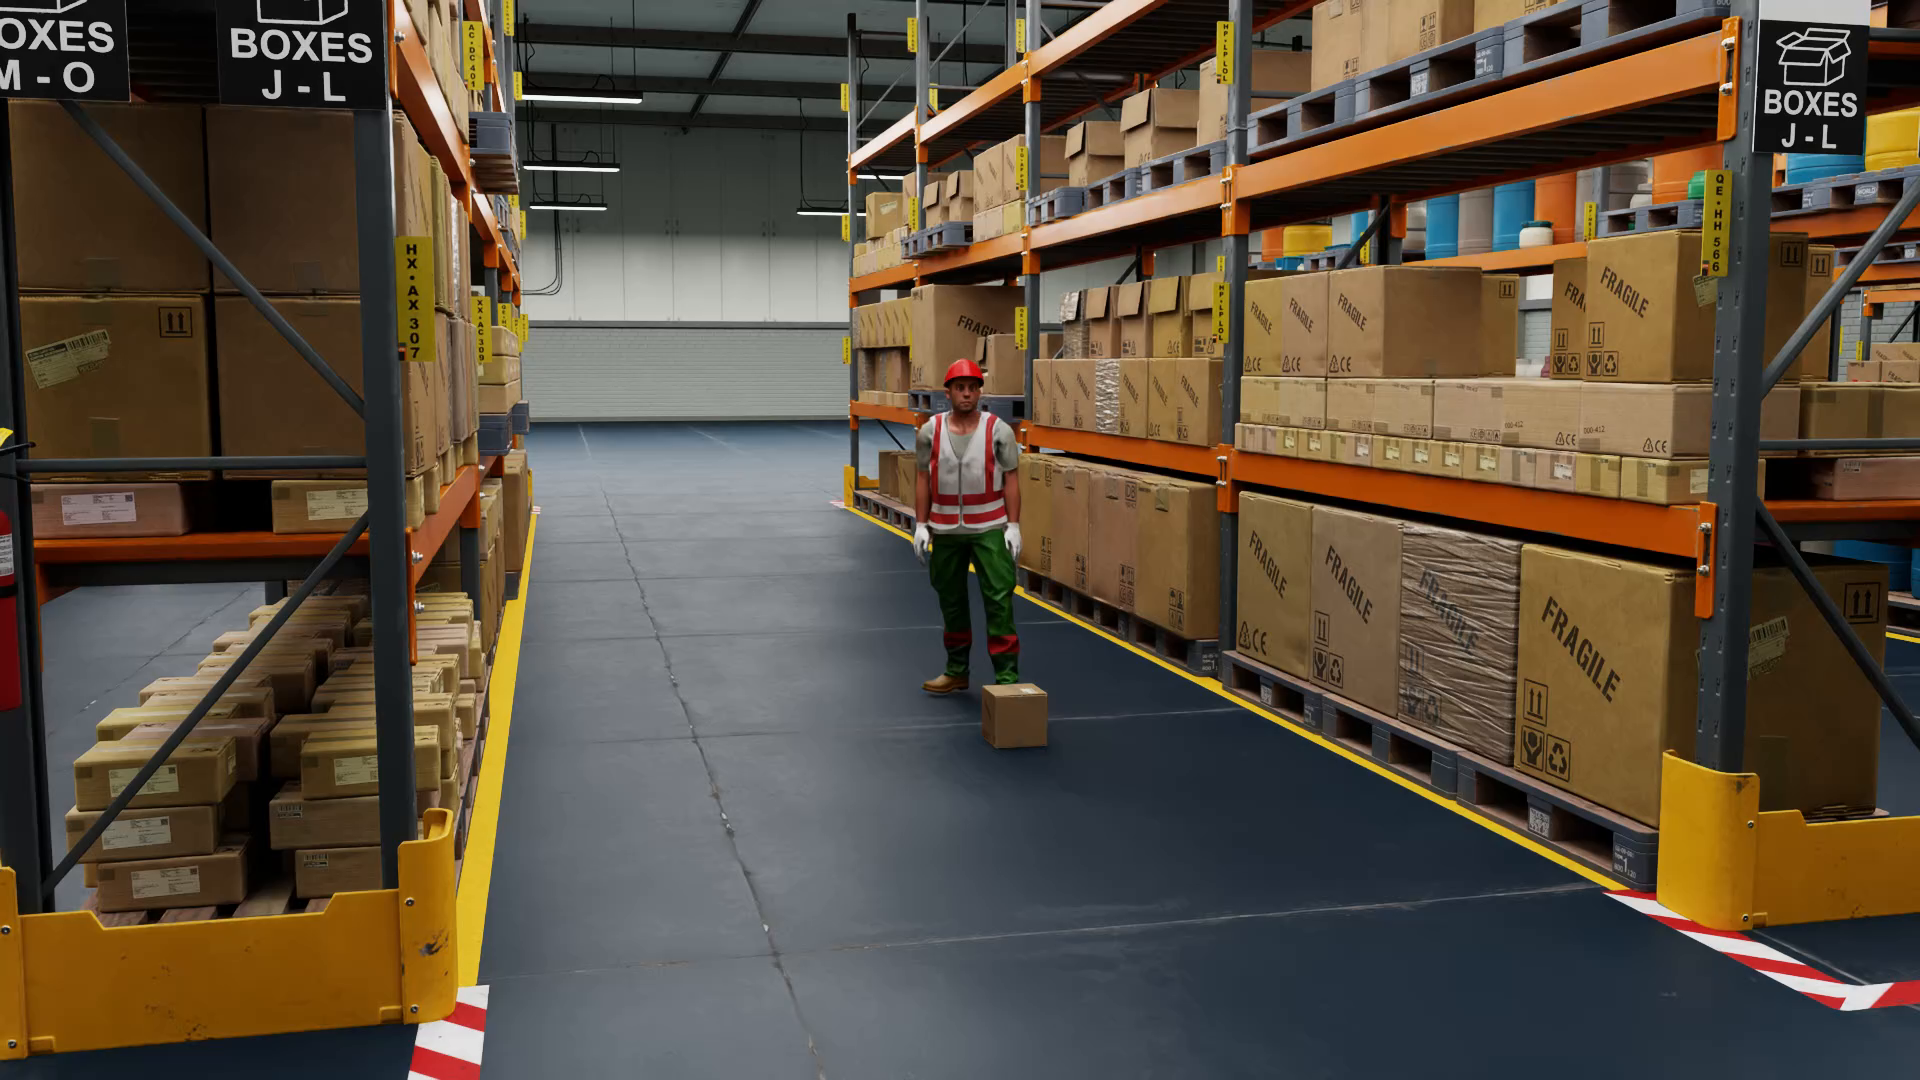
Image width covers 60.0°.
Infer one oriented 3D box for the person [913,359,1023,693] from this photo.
[{"bbox_3d":[0.063,-0.043,8.525,0.648,1.766,0.739,1,6,13],"label":"person"}]
